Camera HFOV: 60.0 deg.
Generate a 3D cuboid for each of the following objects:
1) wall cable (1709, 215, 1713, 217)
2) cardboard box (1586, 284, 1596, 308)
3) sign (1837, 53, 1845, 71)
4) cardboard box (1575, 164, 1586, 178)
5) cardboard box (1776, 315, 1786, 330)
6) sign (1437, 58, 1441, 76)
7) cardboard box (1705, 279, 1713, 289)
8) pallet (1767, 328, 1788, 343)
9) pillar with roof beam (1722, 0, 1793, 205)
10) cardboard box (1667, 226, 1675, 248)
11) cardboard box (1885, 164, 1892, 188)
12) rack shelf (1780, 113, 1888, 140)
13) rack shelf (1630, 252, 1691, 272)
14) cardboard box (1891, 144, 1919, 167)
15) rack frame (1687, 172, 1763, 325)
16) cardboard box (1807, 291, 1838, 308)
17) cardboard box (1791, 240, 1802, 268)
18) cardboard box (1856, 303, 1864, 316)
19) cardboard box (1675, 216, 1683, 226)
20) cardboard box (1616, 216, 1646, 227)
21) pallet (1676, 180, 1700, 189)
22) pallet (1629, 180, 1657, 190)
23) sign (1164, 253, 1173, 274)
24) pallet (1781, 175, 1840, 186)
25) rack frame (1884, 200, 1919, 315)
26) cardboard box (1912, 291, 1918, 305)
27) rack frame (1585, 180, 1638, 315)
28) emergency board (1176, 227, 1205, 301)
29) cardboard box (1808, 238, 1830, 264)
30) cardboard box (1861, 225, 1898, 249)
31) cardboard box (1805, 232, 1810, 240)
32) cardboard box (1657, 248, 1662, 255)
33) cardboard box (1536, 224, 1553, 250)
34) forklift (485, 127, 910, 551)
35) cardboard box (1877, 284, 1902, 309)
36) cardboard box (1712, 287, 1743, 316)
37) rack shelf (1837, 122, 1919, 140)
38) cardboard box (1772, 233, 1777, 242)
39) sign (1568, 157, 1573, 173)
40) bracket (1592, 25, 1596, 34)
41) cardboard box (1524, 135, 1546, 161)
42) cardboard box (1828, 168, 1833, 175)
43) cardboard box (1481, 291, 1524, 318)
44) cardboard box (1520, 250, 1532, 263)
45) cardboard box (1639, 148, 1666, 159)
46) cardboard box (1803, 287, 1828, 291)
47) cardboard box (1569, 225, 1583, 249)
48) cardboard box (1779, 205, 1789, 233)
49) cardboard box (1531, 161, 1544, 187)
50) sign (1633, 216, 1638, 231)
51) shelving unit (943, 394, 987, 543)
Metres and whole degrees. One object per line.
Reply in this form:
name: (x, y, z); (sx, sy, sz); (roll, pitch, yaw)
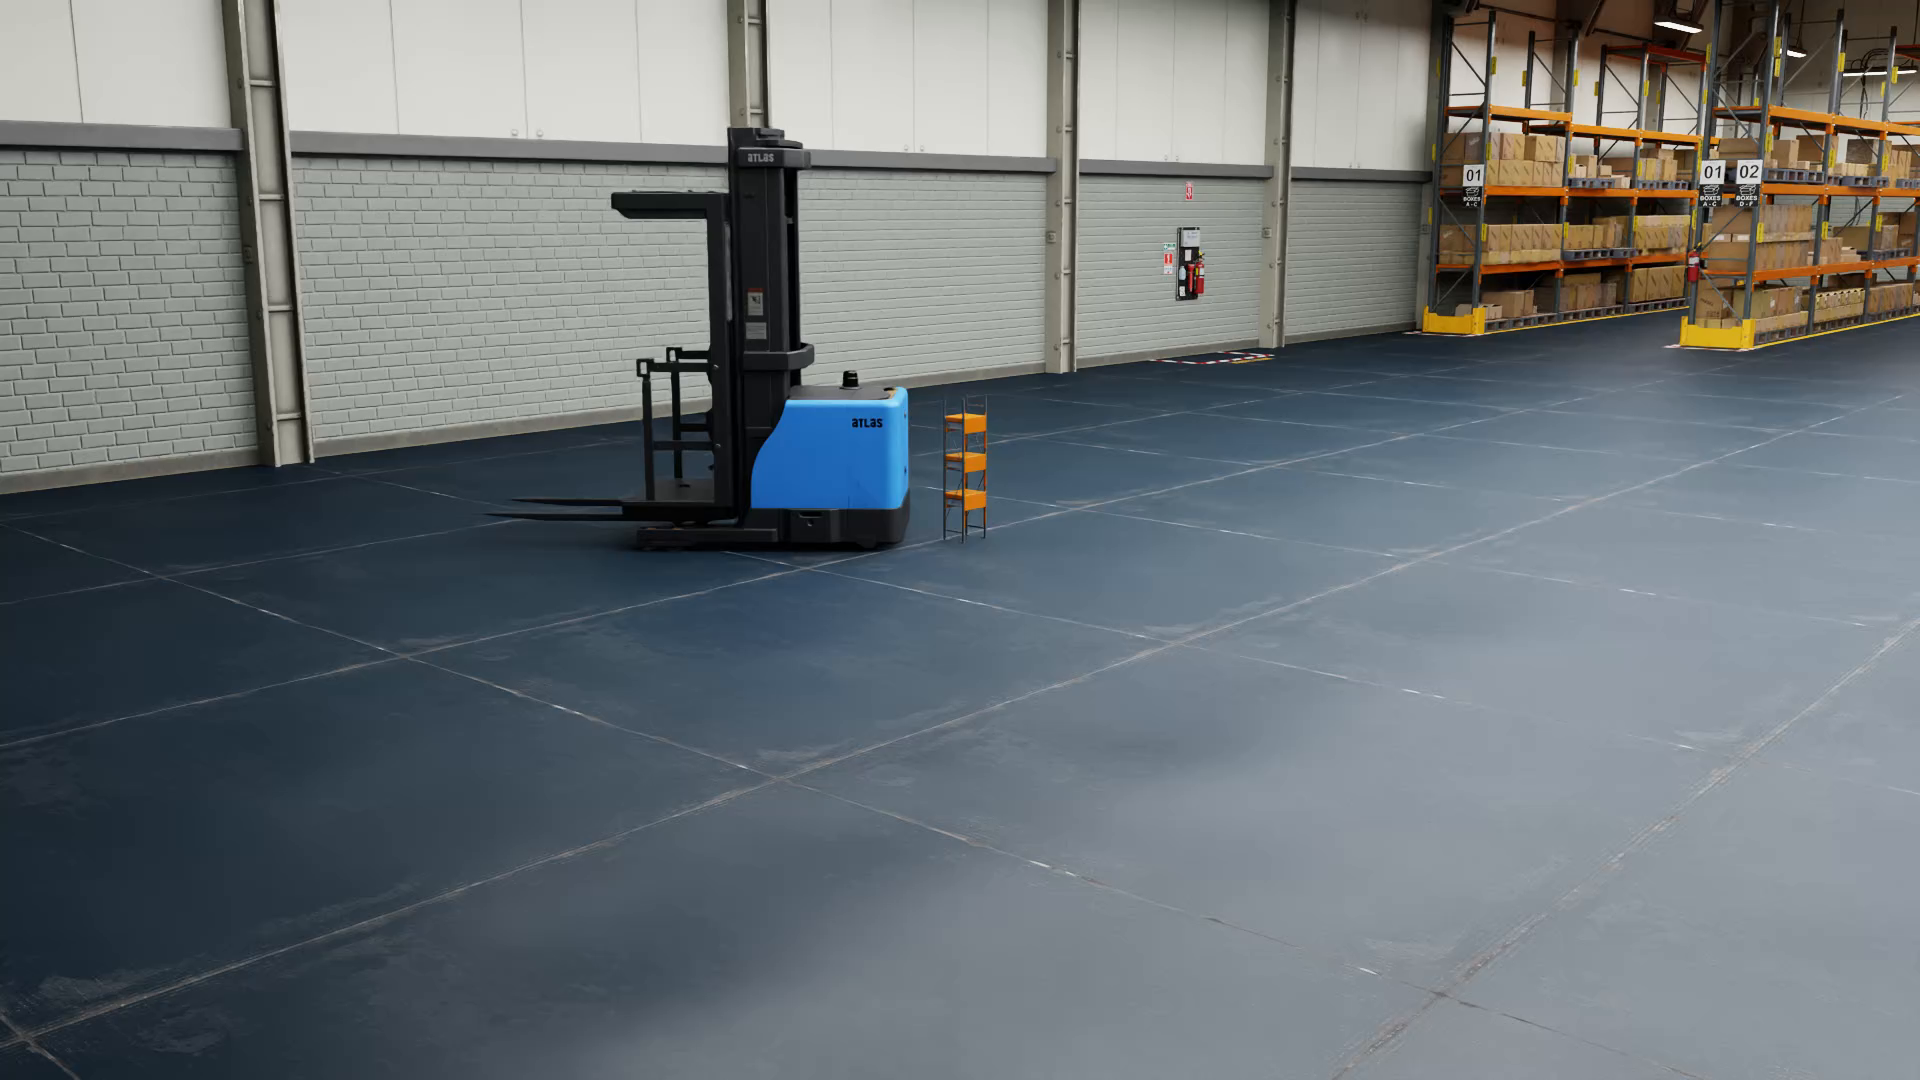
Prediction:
wall cable: (20.296, -8.686, 45.450); (0.084, 1.984, 1.851); (10, 15, 40)
cardboard box: (13.711, -5.440, 37.050); (0.700, 0.500, 0.500); (10, 15, 40)
sign: (16.365, -8.874, 30.878); (0.100, 0.325, 0.005); (10, 15, 40)
cardboard box: (13.068, -7.906, 35.632); (0.500, 0.311, 0.500); (10, 15, 42)
cardboard box: (14.836, -4.012, 30.587); (0.500, 0.250, 0.500); (10, 15, 40)
sign: (9.196, -9.076, 31.887); (0.100, 0.325, 0.005); (10, 15, 40)
cardboard box: (18.766, -6.515, 42.480); (0.700, 0.500, 0.500); (10, 15, 42)
pallet: (14.602, -3.813, 30.762); (1.003, 0.211, 1.213); (10, 15, 40)
pillar with roof beam: (24.528, -10.772, 43.168); (9.100, 9.000, 0.548); (10, 15, 40)
cardboard box: (16.738, -7.244, 39.756); (0.500, 0.500, 0.500); (10, 15, 40)
cardboard box: (19.204, -7.724, 35.312); (0.910, 0.500, 0.500); (10, 15, 40)
rack shelf: (17.284, -8.159, 32.945); (1.077, 0.370, 4.000); (10, 15, 40)
rack shelf: (16.201, -6.642, 39.644); (1.077, 0.370, 4.000); (10, 15, 40)
cardboard box: (21.537, -8.736, 37.825); (0.700, 0.500, 0.500); (10, 15, 40)
rack frame: (13.323, -4.884, 29.004); (1.000, 3.000, 0.127); (10, 15, 40)
cardboard box: (17.099, -4.783, 33.014); (0.500, 0.311, 0.500); (9, 14, 38)
cardboard box: (15.332, -5.377, 31.217); (0.700, 0.500, 0.500); (10, 15, 40)
cardboard box: (18.440, -4.809, 34.579); (0.500, 0.250, 0.500); (10, 15, 42)
cardboard box: (17.060, -7.686, 40.053); (0.500, 0.250, 0.500); (10, 15, 42)
cardboard box: (15.393, -7.311, 38.175); (0.500, 0.250, 0.500); (10, 15, 42)
pallet: (18.069, -8.836, 41.358); (1.003, 0.211, 1.213); (10, 15, 40)
pallet: (15.266, -8.180, 38.334); (1.213, 0.211, 1.003); (11, 16, 43)
sign: (3.349, -4.446, 26.724); (0.001, 0.329, 0.234); (10, 15, 40)
pallet: (16.536, -6.981, 32.333); (0.805, 0.209, 1.217); (9, 14, 38)
rack frame: (21.245, -6.649, 37.843); (1.000, 3.000, 0.127); (10, 15, 40)
cardboard box: (21.684, -5.580, 38.233); (0.500, 0.311, 0.500); (10, 15, 40)
rack frame: (14.881, -6.701, 38.101); (1.000, 3.000, 0.127); (10, 15, 40)
emergency board: (3.792, -4.497, 27.068); (0.194, 1.169, 0.643); (10, 15, 40)
cardboard box: (16.831, -5.710, 32.884); (0.500, 0.500, 0.500); (-11, 16, -43)
cardboard box: (20.125, -6.636, 36.451); (0.700, 0.500, 0.500); (6, 13, 26)
cardboard box: (15.781, -5.735, 31.357); (0.380, 0.149, 0.250); (9, 15, 39)
cardboard box: (16.455, -6.870, 39.542); (0.380, 0.149, 0.250); (10, 15, 42)
cardboard box: (11.835, -6.232, 34.174); (0.500, 0.500, 0.500); (10, 15, 40)
forklift: (-1.910, -1.462, 12.047); (3.031, 2.935, 1.130); (0, 11, 2)
cardboard box: (20.470, -5.384, 36.768); (0.500, 0.500, 0.500); (10, 15, 41)
cardboard box: (14.103, -4.375, 30.492); (0.500, 0.500, 0.500); (10, 15, 40)
rack shelf: (19.924, -8.748, 35.892); (1.077, 0.370, 4.000); (10, 15, 40)
cardboard box: (14.424, -5.433, 29.842); (0.380, 0.149, 0.250); (9, 14, 38)
sign: (12.653, -7.767, 34.464); (0.100, 0.325, 0.005); (10, 15, 40)
bracket: (13.913, -11.343, 36.839); (0.235, 0.232, 0.430); (10, 15, 40)
cardboard box: (11.422, -7.863, 33.404); (0.500, 0.500, 0.500); (9, 14, 38)
cardboard box: (16.738, -7.246, 32.484); (0.500, 0.250, 0.500); (8, 14, 35)
cardboard box: (11.022, -4.789, 33.789); (0.700, 0.500, 0.500); (9, 14, 37)
cardboard box: (11.169, -5.717, 33.508); (0.500, 0.250, 0.500); (10, 15, 41)
cardboard box: (16.489, -9.197, 39.647); (0.500, 0.250, 0.500); (9, 15, 39)
cardboard box: (17.698, -5.076, 34.482); (0.500, 0.311, 0.500); (9, 15, 39)
cardboard box: (12.976, -6.529, 35.861); (0.500, 0.500, 0.700); (-10, 15, -42)
cardboard box: (14.682, -5.870, 30.373); (0.700, 0.500, 0.500); (10, 15, 40)
cardboard box: (11.412, -7.376, 33.520); (0.500, 0.500, 0.500); (9, 14, 38)
sign: (15.295, -7.161, 37.651); (0.100, 0.325, 0.005); (10, 15, 40)
shelving unit: (0.035, -0.523, 12.148); (0.215, 1.050, 0.252); (10, 15, 40)
